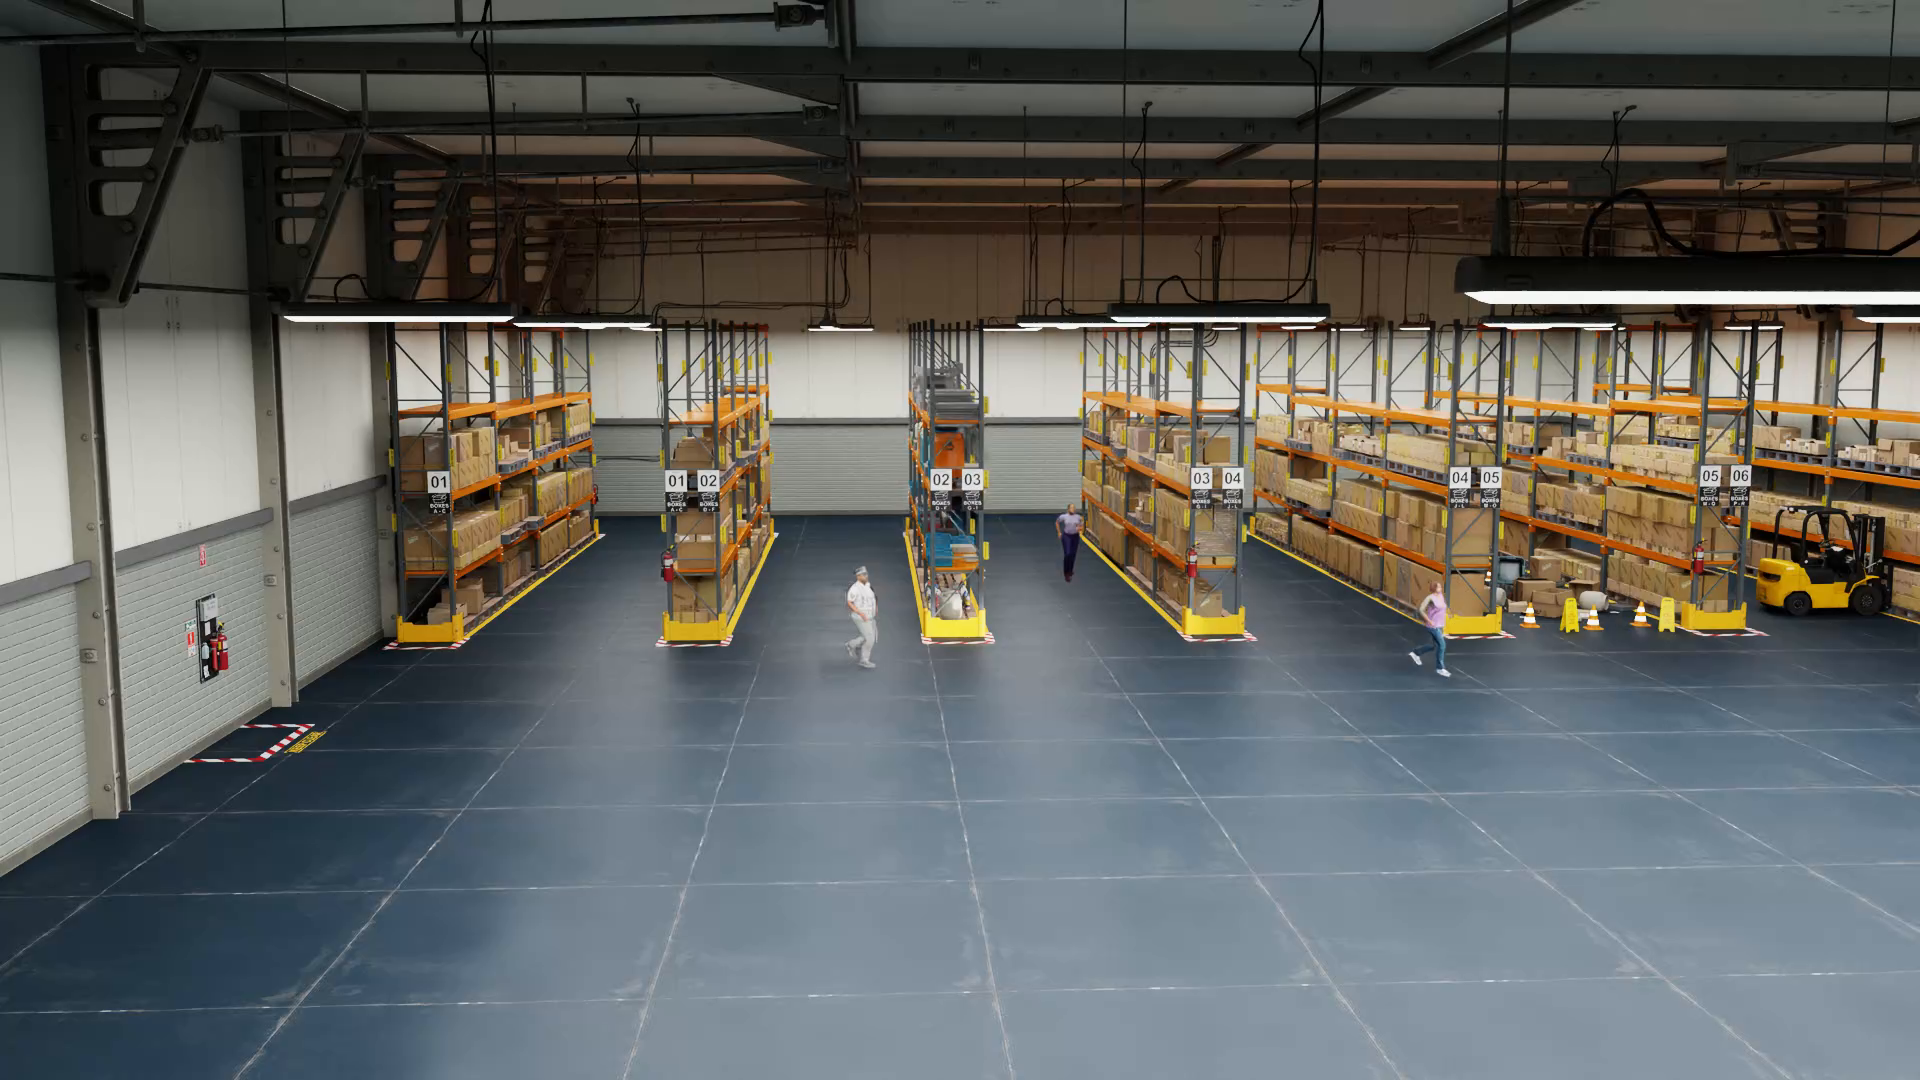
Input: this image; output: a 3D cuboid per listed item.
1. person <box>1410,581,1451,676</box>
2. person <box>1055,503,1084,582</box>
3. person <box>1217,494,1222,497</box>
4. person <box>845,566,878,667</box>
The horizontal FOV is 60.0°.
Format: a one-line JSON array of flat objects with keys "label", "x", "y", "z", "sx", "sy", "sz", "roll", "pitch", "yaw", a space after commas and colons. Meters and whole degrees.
[{"label": "person", "x": 7.999, "y": 1.479, "z": 28.169, "sx": 0.756, "sy": 1.586, "sz": 0.532, "roll": 7, "pitch": 10, "yaw": 44}, {"label": "person", "x": 2.487, "y": 0.051, "z": 37.291, "sx": 0.576, "sy": 1.763, "sz": 0.698, "roll": -2, "pitch": 7, "yaw": -16}, {"label": "person", "x": 7.781, "y": -1.004, "z": 48.432, "sx": 0.612, "sy": 1.527, "sz": 0.763, "roll": -7, "pitch": 10, "yaw": -43}, {"label": "person", "x": -1.707, "y": 1.315, "z": 28.804, "sx": 0.569, "sy": 1.763, "sz": 0.658, "roll": 3, "pitch": 8, "yaw": 24}]
